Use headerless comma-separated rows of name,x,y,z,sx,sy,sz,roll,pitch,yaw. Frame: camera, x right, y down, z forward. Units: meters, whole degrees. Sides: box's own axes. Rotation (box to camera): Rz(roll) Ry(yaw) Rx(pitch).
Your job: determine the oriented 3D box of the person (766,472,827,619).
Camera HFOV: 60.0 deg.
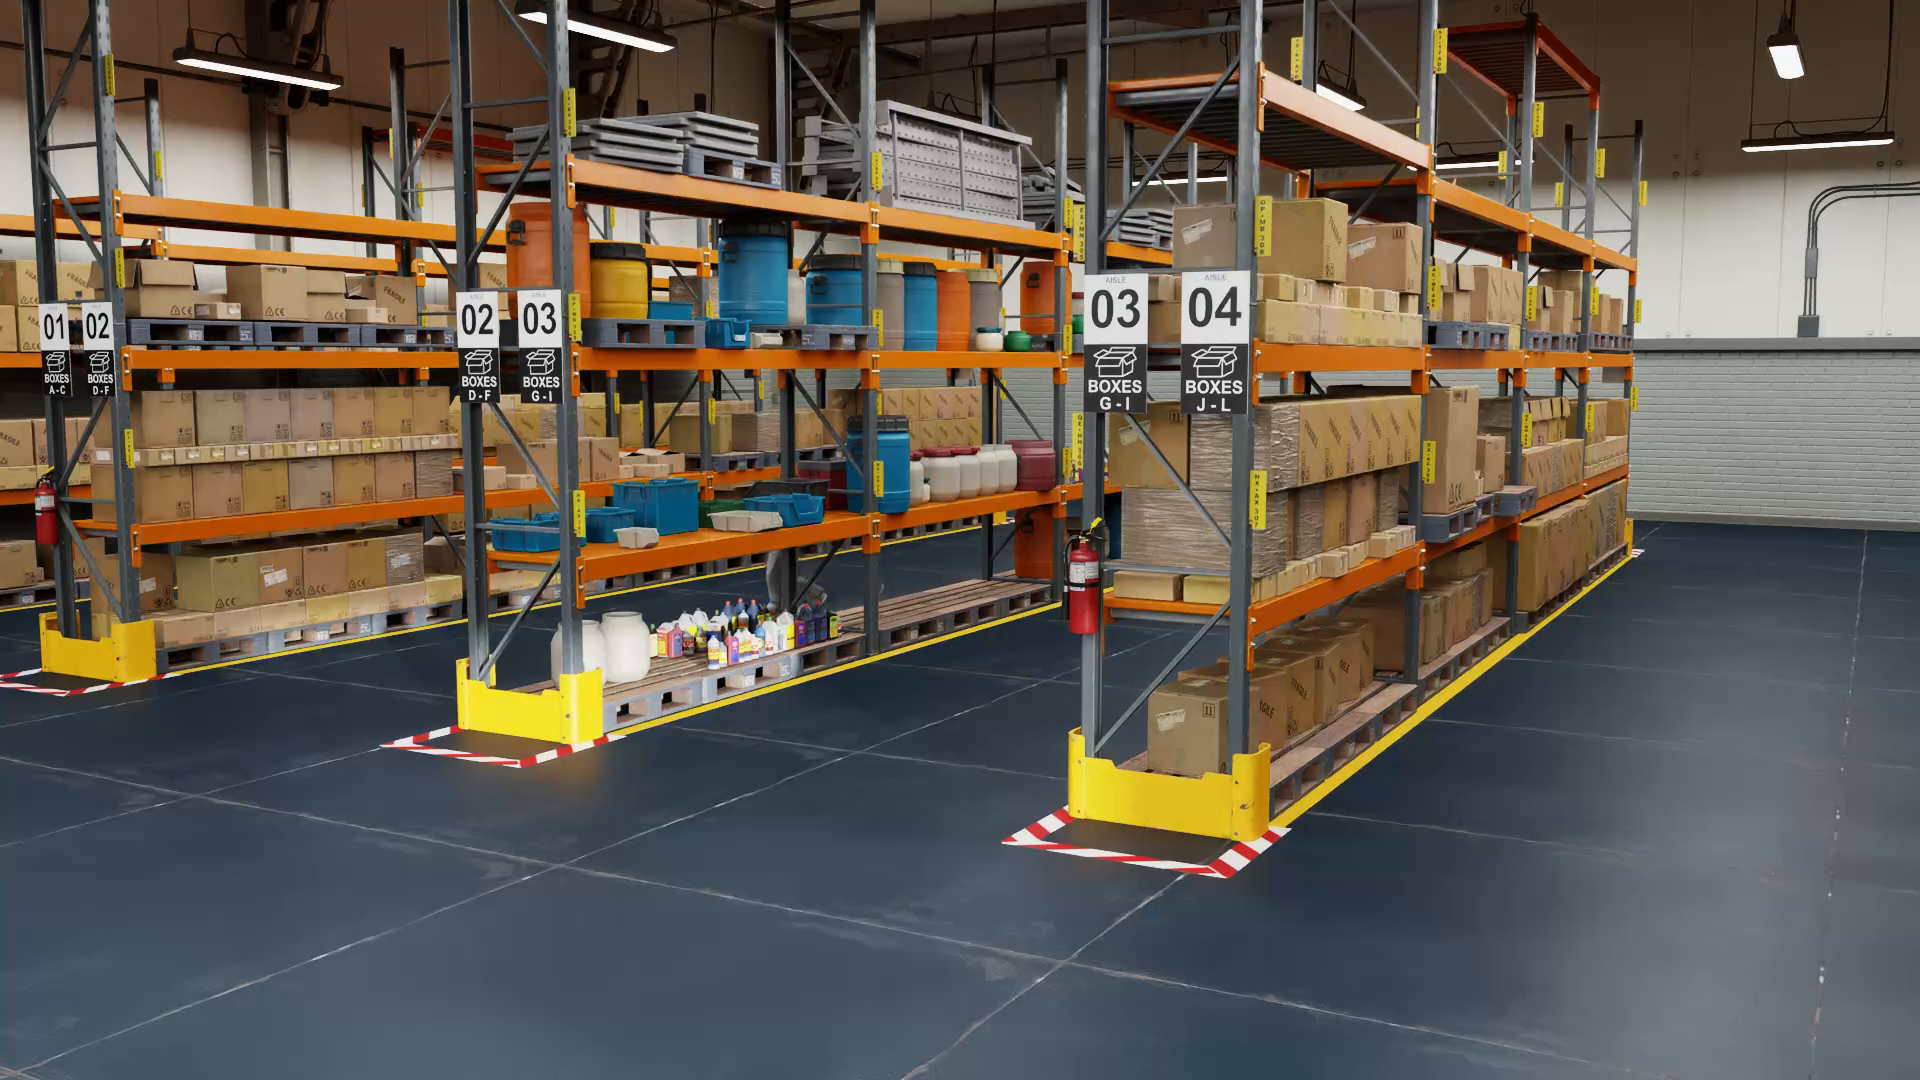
person,-1.739,0.076,17.114,0.765,1.558,0.433,-4,8,-36
